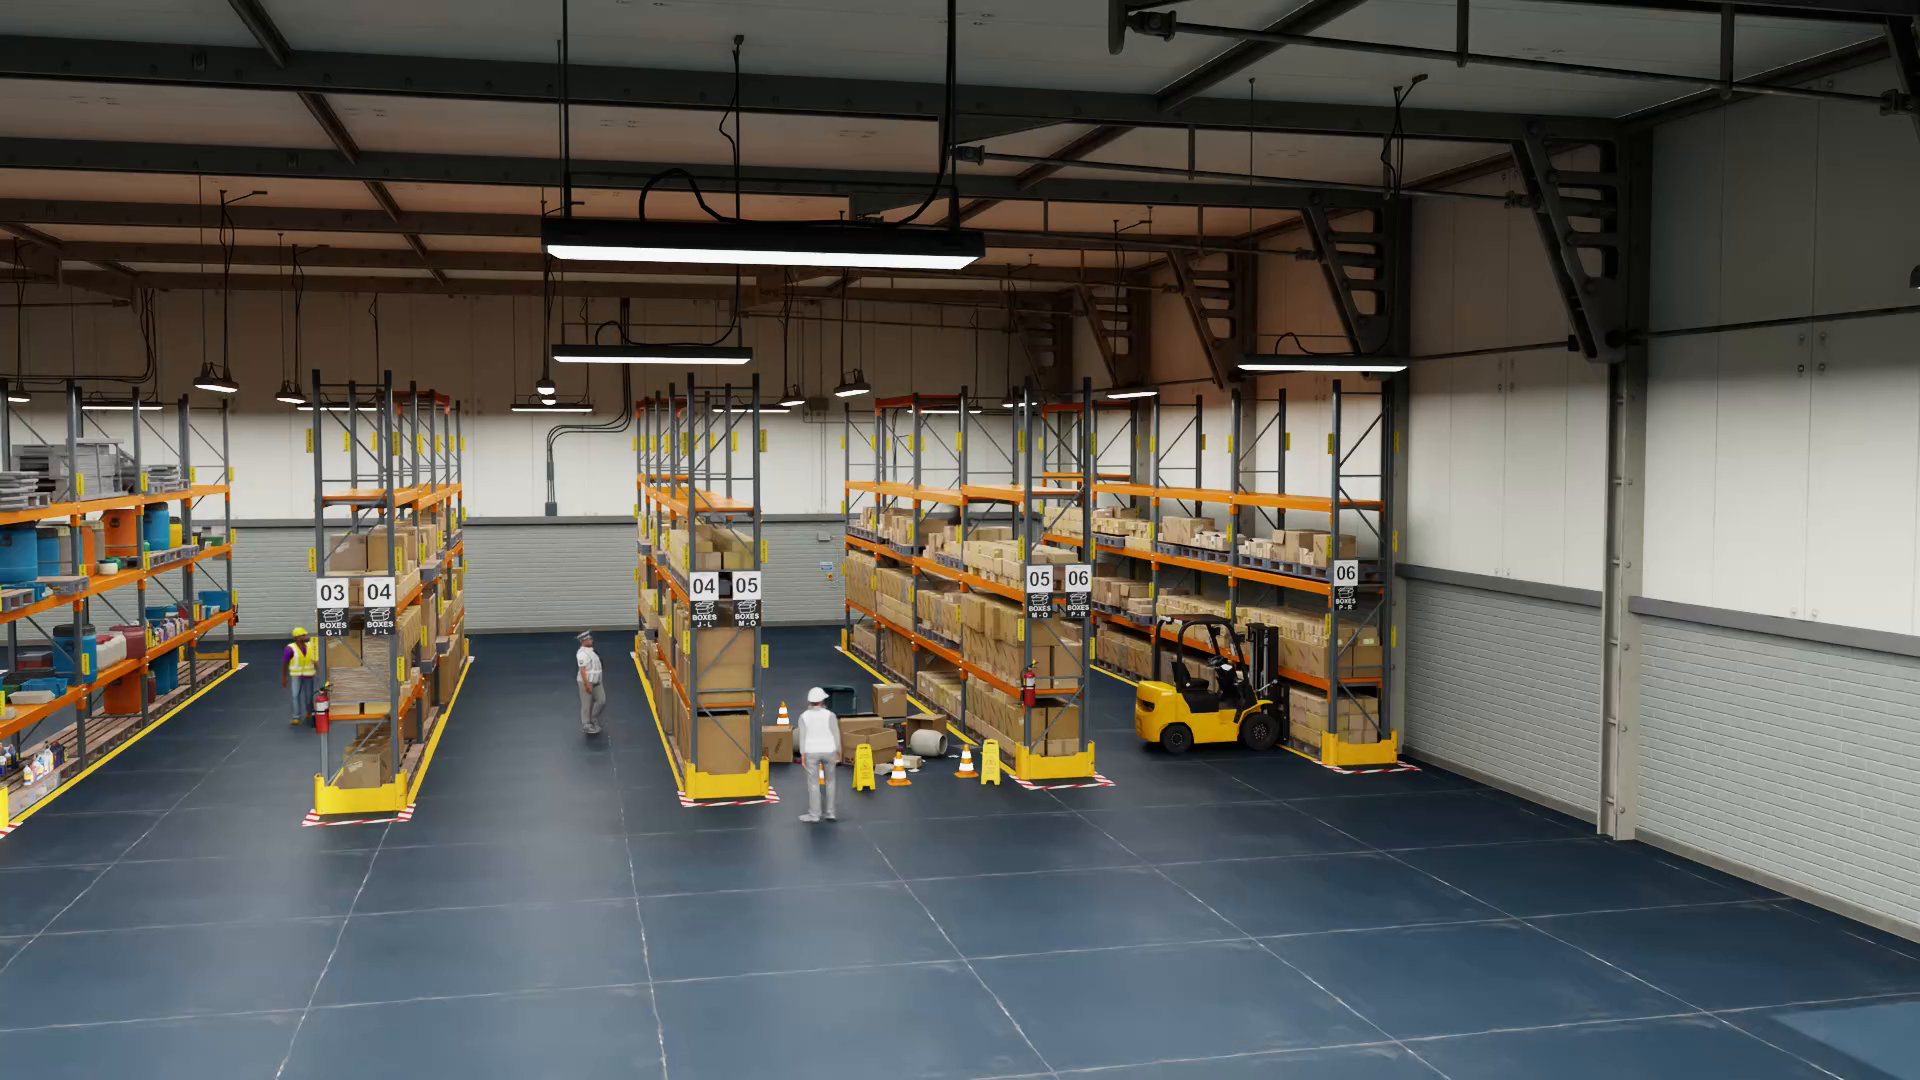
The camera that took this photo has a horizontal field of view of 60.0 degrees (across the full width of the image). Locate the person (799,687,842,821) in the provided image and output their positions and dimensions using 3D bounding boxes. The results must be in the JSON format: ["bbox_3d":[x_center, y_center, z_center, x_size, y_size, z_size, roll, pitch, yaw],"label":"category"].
[{"bbox_3d":[-1.855,2.846,22.098,0.576,1.803,0.389,0,3,-8],"label":"person"}]

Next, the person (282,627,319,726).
[{"bbox_3d":[-11.723,2.419,29.705,0.735,1.718,1.058,-1,3,-17],"label":"person"}]

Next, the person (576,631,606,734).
[{"bbox_3d":[-6.418,2.476,28.874,0.453,1.799,0.598,1,4,24],"label":"person"}]
